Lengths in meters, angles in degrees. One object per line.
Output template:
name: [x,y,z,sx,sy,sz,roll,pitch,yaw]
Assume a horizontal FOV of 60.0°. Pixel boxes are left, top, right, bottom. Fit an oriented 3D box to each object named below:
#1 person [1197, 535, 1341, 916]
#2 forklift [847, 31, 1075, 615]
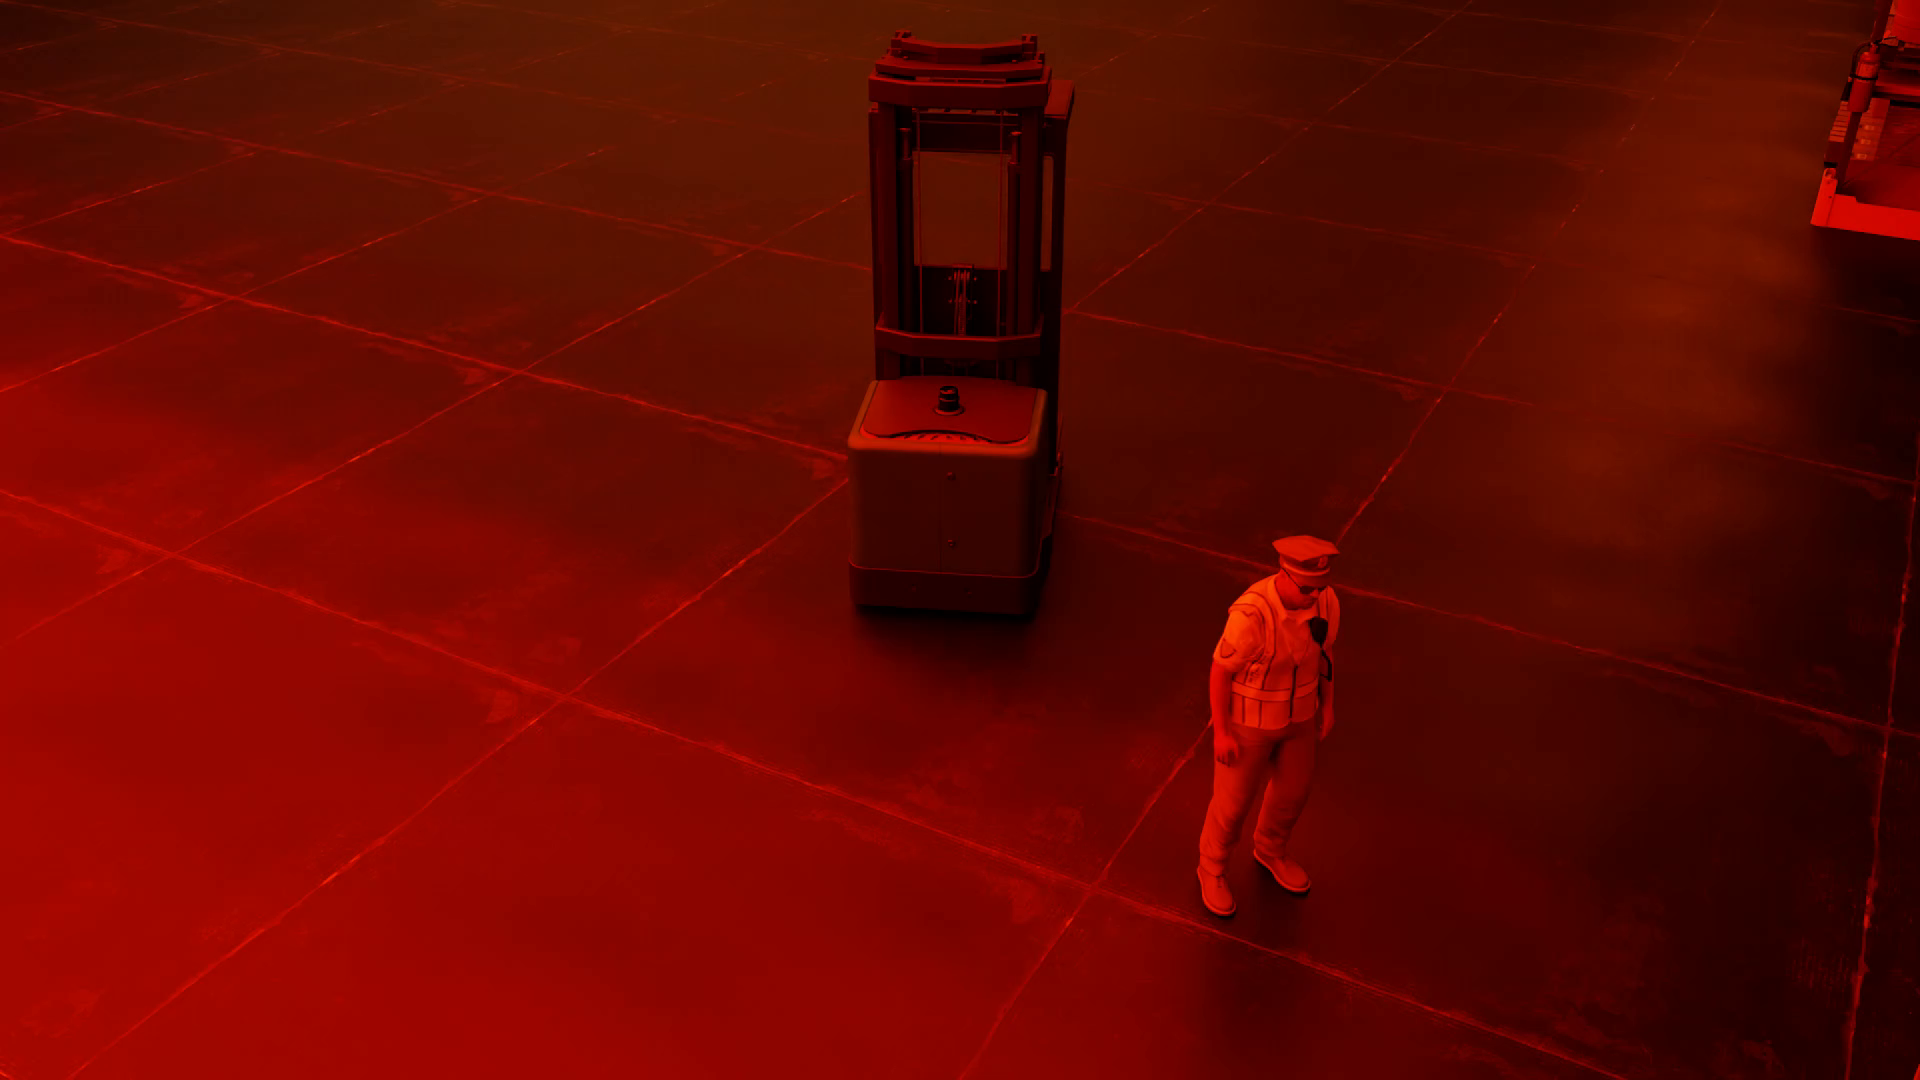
person: [1.297,0.731,6.985,0.597,1.748,0.432,-12,32,-20]
forklift: [0.072,-1.572,9.794,1.130,2.935,3.031,3,30,6]
